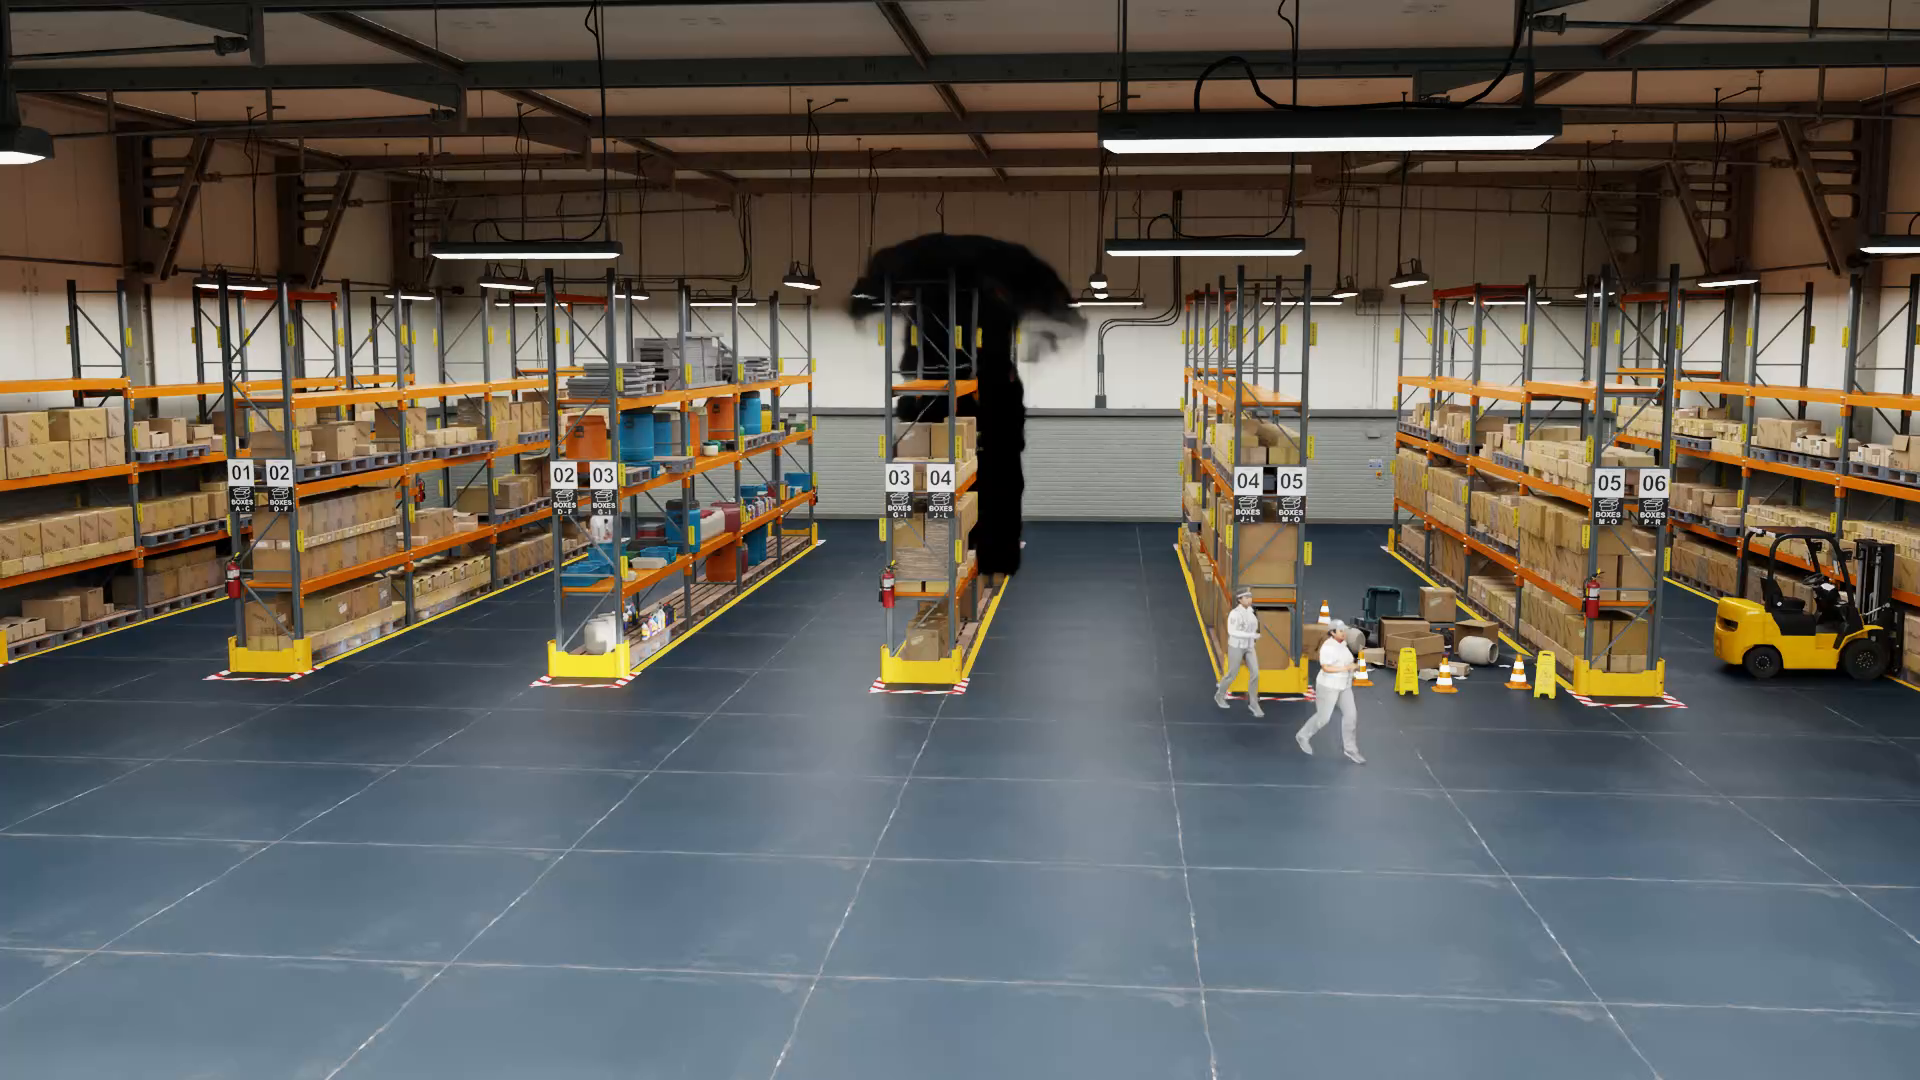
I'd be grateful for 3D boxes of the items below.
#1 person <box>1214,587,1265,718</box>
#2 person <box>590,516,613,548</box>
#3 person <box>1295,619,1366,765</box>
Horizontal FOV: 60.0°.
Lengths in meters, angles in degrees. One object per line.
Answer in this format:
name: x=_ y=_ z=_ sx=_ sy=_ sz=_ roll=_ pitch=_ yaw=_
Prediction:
person: x=3.745 y=1.474 z=22.184 sx=0.623 sy=1.752 sz=0.775 roll=-5 pitch=9 yaw=-37
person: x=-7.096 y=0.099 z=33.279 sx=0.675 sy=1.845 sz=0.775 roll=1 pitch=7 yaw=8
person: x=4.413 y=1.773 z=19.739 sx=0.624 sy=1.695 sz=0.874 roll=-7 pitch=10 yaw=-45
